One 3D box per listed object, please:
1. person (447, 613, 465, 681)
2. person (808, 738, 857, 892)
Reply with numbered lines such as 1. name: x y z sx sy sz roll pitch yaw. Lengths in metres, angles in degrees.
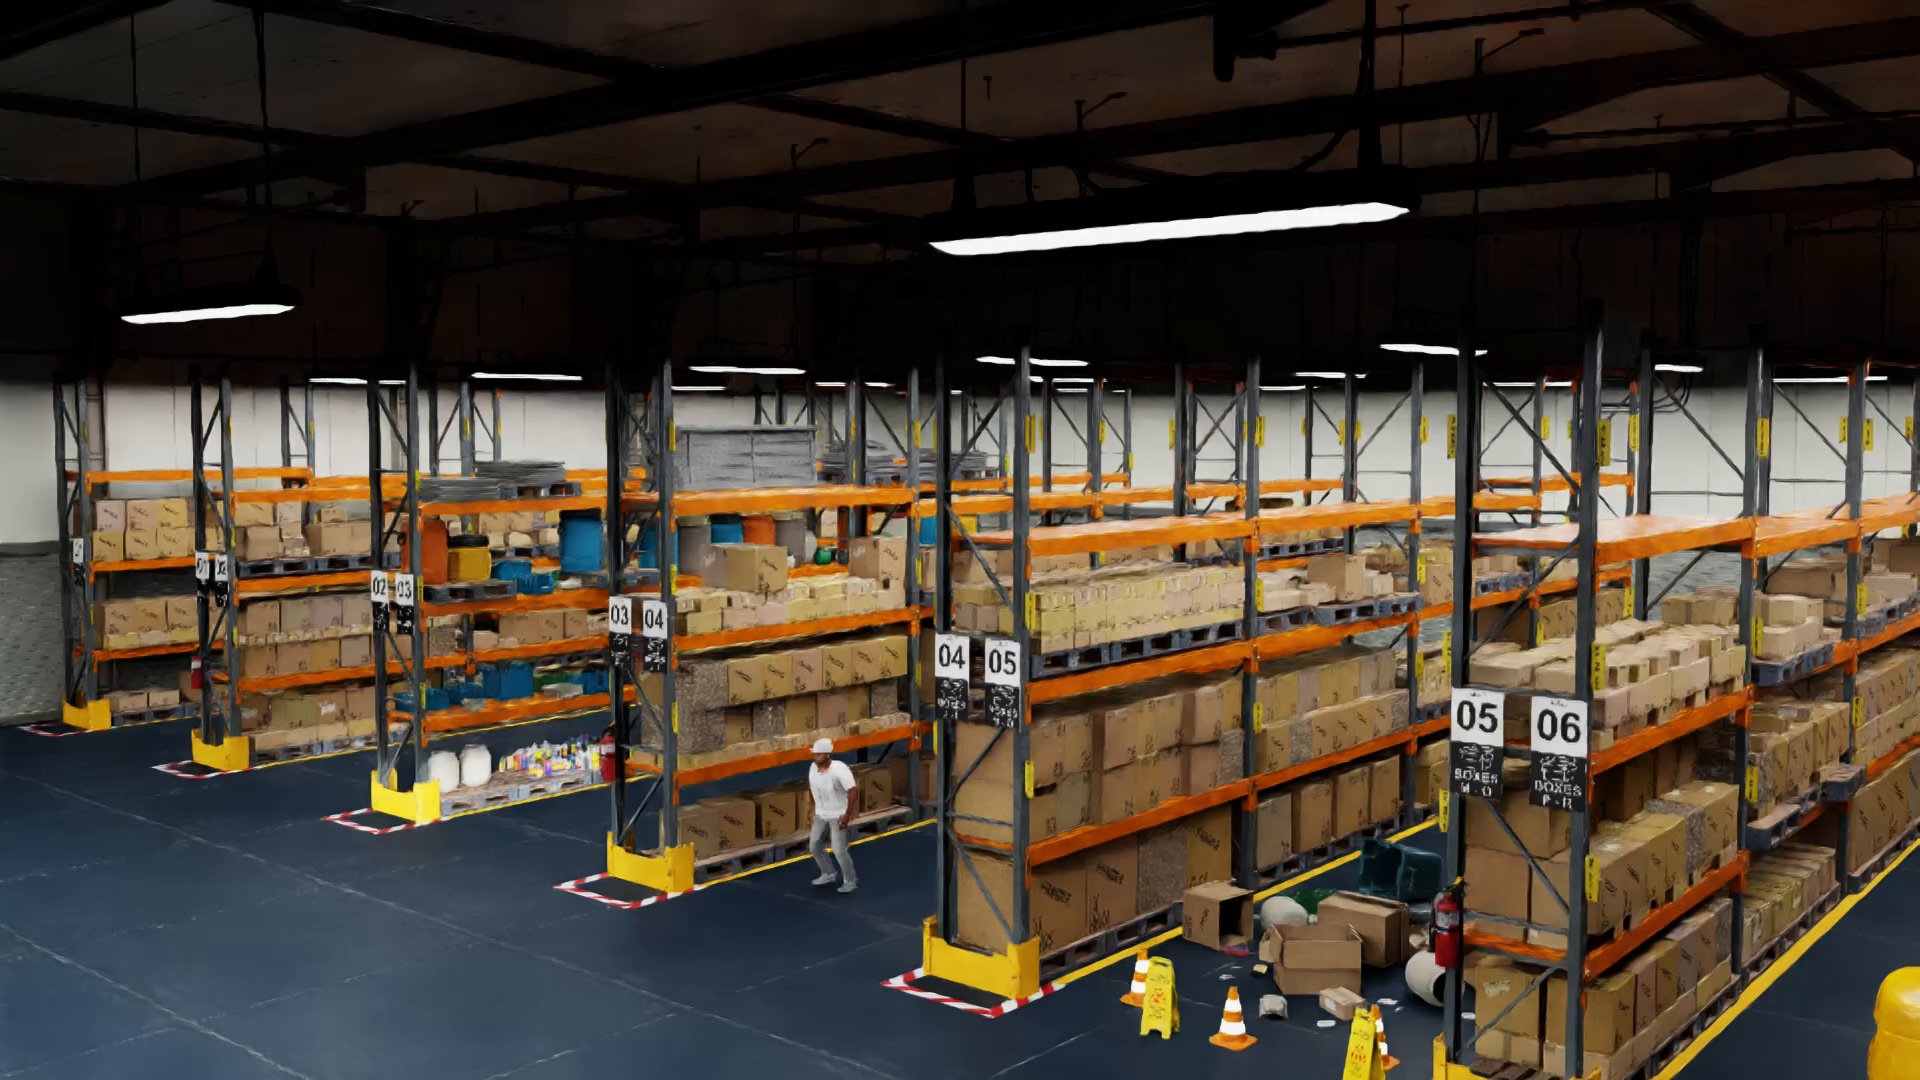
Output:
1. person: -9.105 2.140 30.131 0.409 1.677 0.532 1 4 9
2. person: -1.423 3.002 18.215 0.719 1.714 0.578 3 5 39
